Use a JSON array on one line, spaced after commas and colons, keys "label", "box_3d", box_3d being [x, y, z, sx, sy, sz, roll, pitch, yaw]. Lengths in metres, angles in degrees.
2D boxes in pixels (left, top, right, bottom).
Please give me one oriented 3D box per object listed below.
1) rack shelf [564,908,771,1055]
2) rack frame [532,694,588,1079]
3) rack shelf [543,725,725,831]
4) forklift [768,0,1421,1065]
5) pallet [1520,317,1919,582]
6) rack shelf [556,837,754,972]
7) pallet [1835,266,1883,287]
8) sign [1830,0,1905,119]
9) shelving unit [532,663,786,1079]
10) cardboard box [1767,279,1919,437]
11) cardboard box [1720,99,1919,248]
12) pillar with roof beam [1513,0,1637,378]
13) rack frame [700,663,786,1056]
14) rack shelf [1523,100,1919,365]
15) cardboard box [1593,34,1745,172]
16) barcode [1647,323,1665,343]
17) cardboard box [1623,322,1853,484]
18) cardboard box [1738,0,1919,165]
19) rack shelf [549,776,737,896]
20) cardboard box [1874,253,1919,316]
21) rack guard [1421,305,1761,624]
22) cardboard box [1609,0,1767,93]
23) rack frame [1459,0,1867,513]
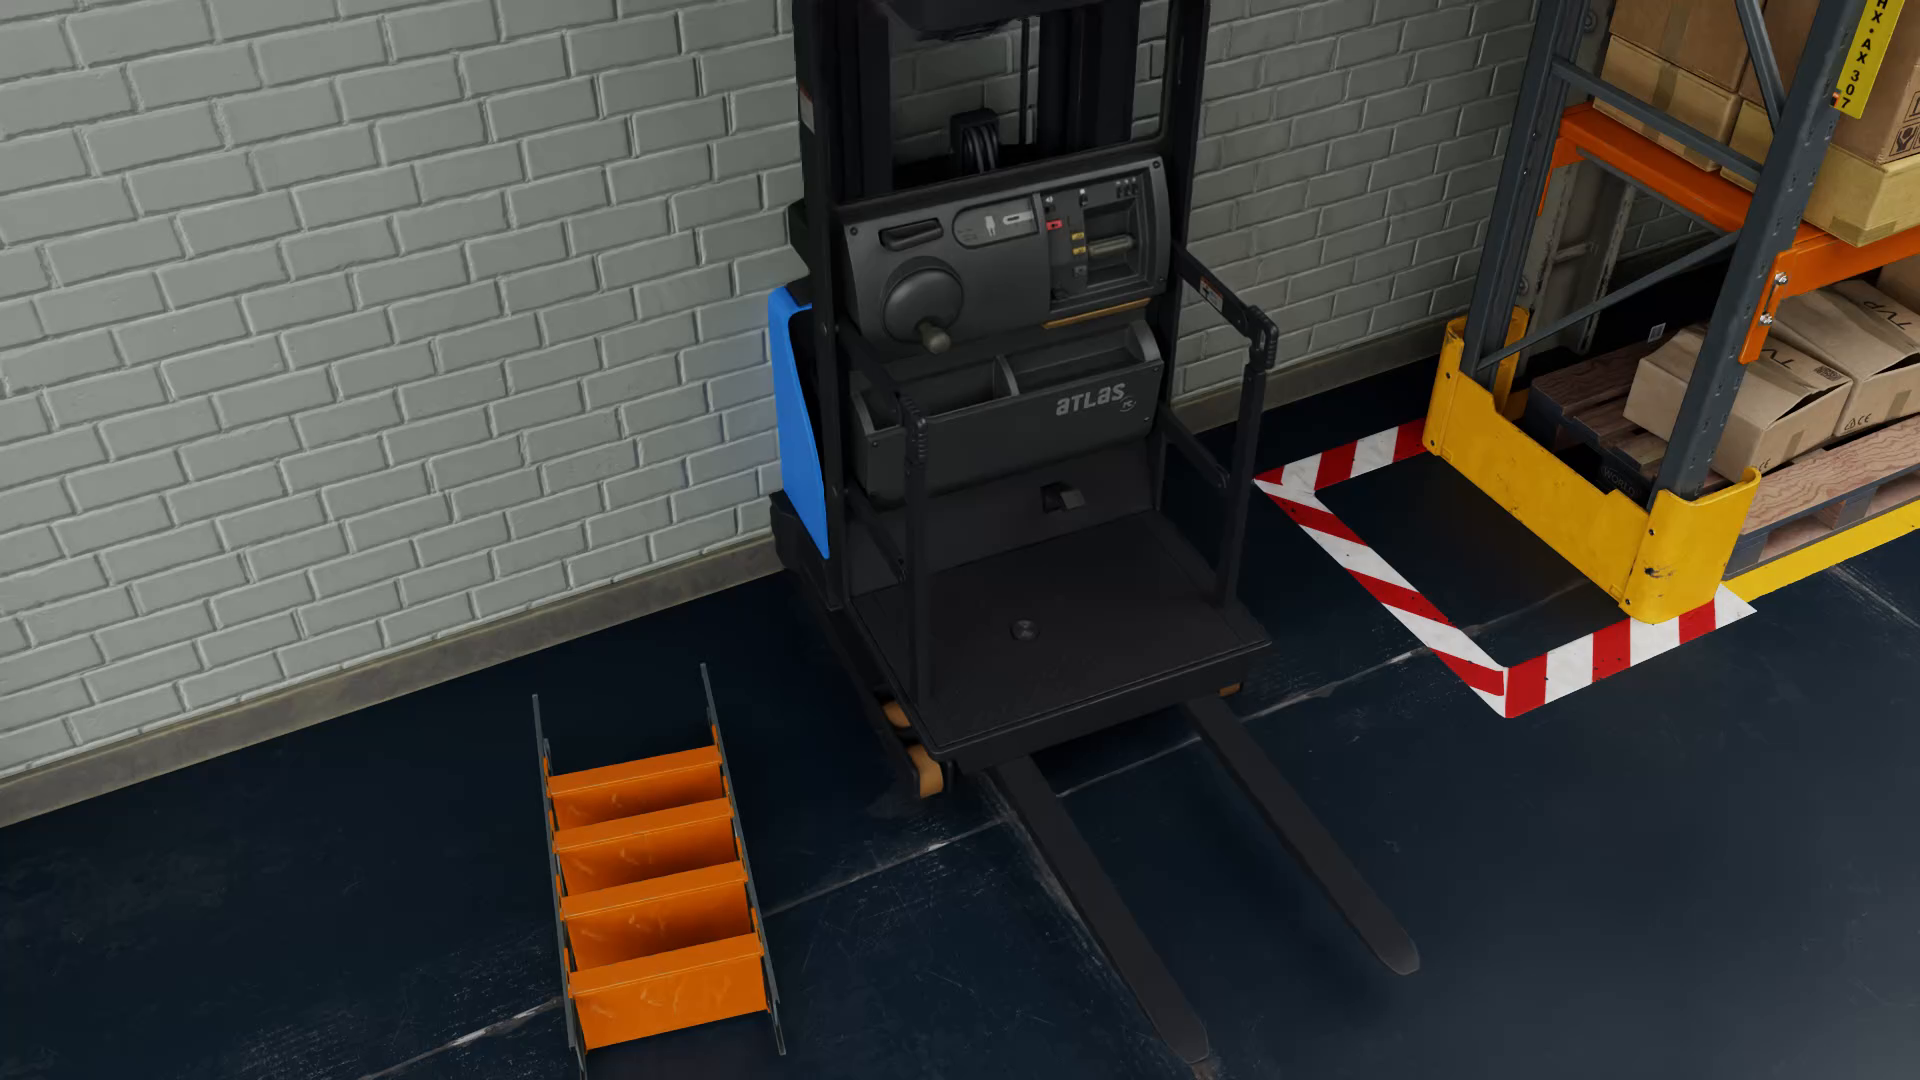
[{"label": "rack shelf", "box_3d": [-0.735, 1.115, 4.205, 0.480, 0.258, 0.148, -10, 41, -12]}, {"label": "rack frame", "box_3d": [-1.073, 0.911, 4.446, 0.015, 0.240, 1.200, -10, 41, -12]}, {"label": "rack shelf", "box_3d": [-0.907, 0.704, 4.690, 0.480, 0.258, 0.148, -10, 41, -12]}, {"label": "forklift", "box_3d": [0.230, -0.686, 4.292, 1.130, 2.935, 3.031, -16, 43, -18]}, {"label": "pallet", "box_3d": [2.853, -0.400, 6.059, 1.213, 0.211, 1.003, -19, 44, -21]}, {"label": "rack shelf", "box_3d": [-0.797, 0.967, 4.379, 0.480, 0.258, 0.148, -10, 41, -12]}, {"label": "pallet", "box_3d": [3.933, -0.761, 6.486, 1.213, 0.211, 1.003, -19, 44, -21]}, {"label": "sign", "box_3d": [2.299, -1.239, 4.222, 0.005, 0.325, 0.100, -19, 44, -21]}, {"label": "shelving unit", "box_3d": [-0.838, 0.870, 4.495, 0.503, 0.258, 1.200, -10, 41, -12]}, {"label": "cardboard box", "box_3d": [3.209, -0.686, 5.979, 0.500, 0.311, 0.500, -15, 43, -17]}, {"label": "cardboard box", "box_3d": [2.628, -1.133, 4.868, 0.500, 0.250, 0.500, -20, 44, -22]}, {"label": "pillar with roof beam", "box_3d": [4.258, -1.747, 0.849, 0.400, 9.000, 9.100, -19, 44, -21]}, {"label": "rack frame", "box_3d": [-0.602, 0.829, 4.543, 0.015, 0.240, 1.200, -10, 41, -12]}, {"label": "rack shelf", "box_3d": [3.822, -1.542, 5.806, 4.000, 0.370, 1.077, -19, 44, -21]}, {"label": "cardboard box", "box_3d": [2.373, -1.420, 5.207, 0.500, 0.250, 0.500, -18, 43, -20]}, {"label": "barcode", "box_3d": [2.535, -0.754, 6.053, 0.075, 0.075, 0.001, -19, 44, -21]}, {"label": "cardboard box", "box_3d": [2.703, -0.516, 5.778, 0.500, 0.311, 0.500, -24, 46, -25]}, {"label": "cardboard box", "box_3d": [2.611, -1.426, 4.633, 0.500, 0.500, 0.500, -19, 44, -21]}, {"label": "rack shelf", "box_3d": [-0.855, 0.828, 4.544, 0.480, 0.258, 0.148, -10, 41, -12]}, {"label": "cardboard box", "box_3d": [3.883, -0.949, 6.143, 0.500, 0.500, 0.700, -21, 45, -23]}, {"label": "rack guard", "box_3d": [2.116, -0.288, 5.703, 0.348, 0.500, 1.175, -19, 44, -21]}, {"label": "cardboard box", "box_3d": [2.368, -1.718, 4.979, 0.500, 0.500, 0.500, -19, 44, -21]}, {"label": "rack frame", "box_3d": [2.048, -1.219, 4.869, 0.127, 3.000, 1.000, -19, 44, -21]}]
